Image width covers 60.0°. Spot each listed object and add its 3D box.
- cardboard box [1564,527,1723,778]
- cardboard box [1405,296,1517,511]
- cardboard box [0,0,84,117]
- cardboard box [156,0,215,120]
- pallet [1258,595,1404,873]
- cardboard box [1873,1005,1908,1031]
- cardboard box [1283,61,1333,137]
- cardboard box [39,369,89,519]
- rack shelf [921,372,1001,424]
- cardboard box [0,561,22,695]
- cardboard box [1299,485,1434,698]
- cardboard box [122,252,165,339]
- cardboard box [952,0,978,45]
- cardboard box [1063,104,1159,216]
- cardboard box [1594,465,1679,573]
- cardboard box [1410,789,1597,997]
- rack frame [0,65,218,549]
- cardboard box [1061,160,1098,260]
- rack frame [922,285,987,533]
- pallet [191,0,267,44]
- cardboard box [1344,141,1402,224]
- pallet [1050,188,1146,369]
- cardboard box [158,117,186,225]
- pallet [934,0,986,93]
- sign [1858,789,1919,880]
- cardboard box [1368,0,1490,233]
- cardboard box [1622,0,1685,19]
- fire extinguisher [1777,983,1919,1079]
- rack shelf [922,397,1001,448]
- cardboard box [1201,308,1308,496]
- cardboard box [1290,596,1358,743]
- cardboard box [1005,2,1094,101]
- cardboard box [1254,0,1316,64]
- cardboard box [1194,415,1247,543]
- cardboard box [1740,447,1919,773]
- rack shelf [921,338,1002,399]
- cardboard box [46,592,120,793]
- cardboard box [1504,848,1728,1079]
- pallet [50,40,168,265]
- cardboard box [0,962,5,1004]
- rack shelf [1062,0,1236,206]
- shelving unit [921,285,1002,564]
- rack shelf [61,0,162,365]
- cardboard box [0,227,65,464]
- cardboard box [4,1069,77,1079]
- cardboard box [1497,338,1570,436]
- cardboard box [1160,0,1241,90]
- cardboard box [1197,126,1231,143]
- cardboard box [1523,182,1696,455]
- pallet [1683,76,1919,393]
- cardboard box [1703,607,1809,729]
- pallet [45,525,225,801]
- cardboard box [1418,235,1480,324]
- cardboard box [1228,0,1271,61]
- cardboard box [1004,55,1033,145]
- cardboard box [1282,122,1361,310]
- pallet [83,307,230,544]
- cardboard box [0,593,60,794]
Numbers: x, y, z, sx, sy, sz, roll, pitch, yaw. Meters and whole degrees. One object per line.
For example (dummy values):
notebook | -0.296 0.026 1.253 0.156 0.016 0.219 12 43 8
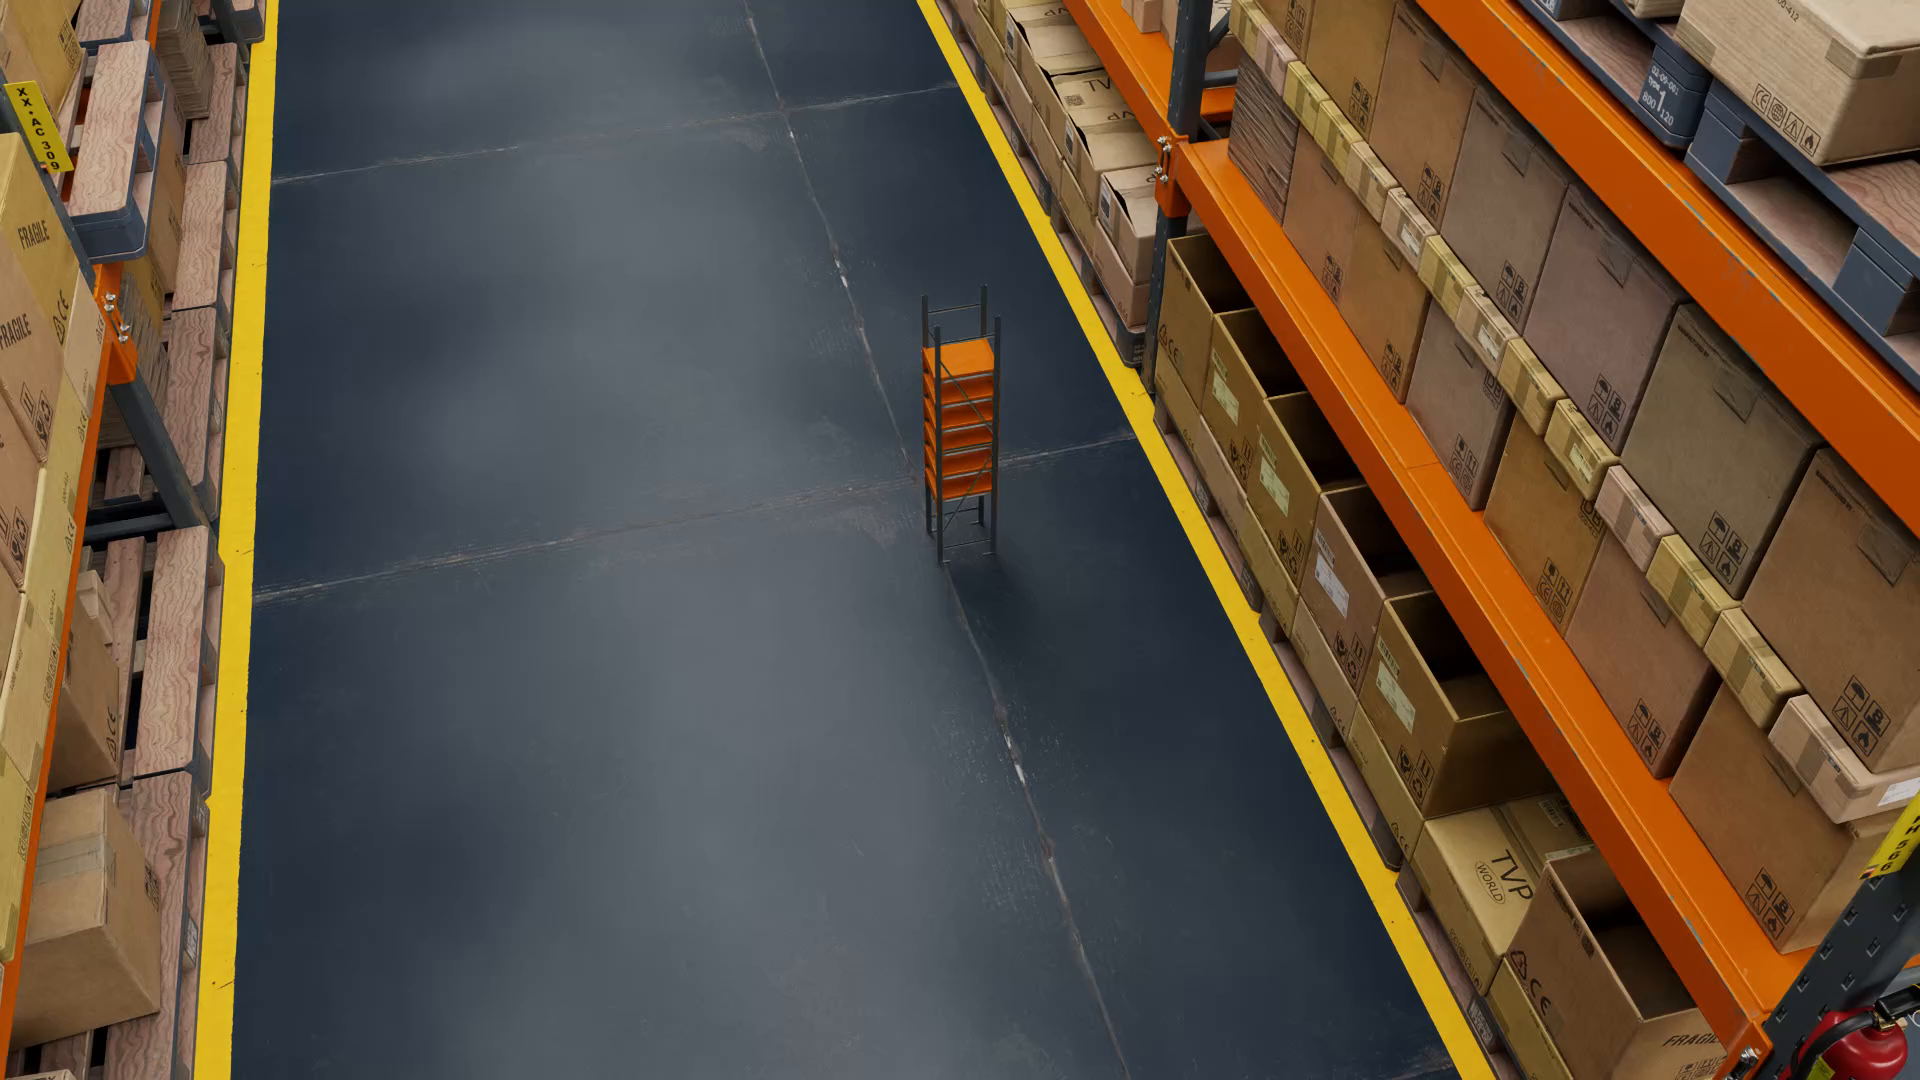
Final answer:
cardboard box | 2.085 0.218 4.366 0.700 0.500 0.500 -10 46 -9
cardboard box | 1.825 -0.488 5.058 0.700 0.500 0.500 -9 46 -9
cardboard box | -3.714 -1.848 6.082 0.700 0.500 0.500 -6 46 -6
cardboard box | -4.270 -2.467 8.510 0.700 0.500 0.500 -10 46 -10
pallet | 1.786 0.554 6.059 1.003 0.211 1.213 -11 47 -10
cardboard box | 2.409 1.344 4.964 0.500 0.250 0.500 -11 47 -10
cardboard box | 1.321 -1.512 5.607 0.380 0.149 0.250 -12 47 -11
cardboard box | -2.947 -0.251 4.987 0.500 0.250 0.500 -11 47 -10
rack shelf | 0.004 -0.547 6.172 0.258 0.103 0.180 -11 47 -10
cardboard box | -2.675 0.191 4.028 0.500 0.500 0.500 -9 46 -9
cardboard box | 1.509 0.143 5.615 0.500 0.500 0.500 -11 47 -10
cardboard box | -3.866 -1.046 7.117 0.700 0.500 0.500 -12 47 -11
cardboard box | 0.263 -3.006 9.227 0.500 0.250 0.500 -12 47 -11
cardboard box | 0.787 -1.788 7.641 0.500 0.311 0.500 -10 46 -9
cardboard box | 1.853 -0.083 4.206 0.380 0.149 0.250 -10 46 -10
cardboard box | 1.769 1.096 5.207 0.500 0.250 0.500 -11 47 -10
rack frame | -3.480 -0.914 5.545 1.000 3.000 0.127 -11 47 -10
cardboard box | 0.793 -1.590 7.839 0.500 0.250 0.500 -11 47 -11
rack frame | -0.020 -0.473 6.374 0.240 1.200 0.006 -11 47 -10
pallet | -4.633 -3.258 9.795 1.003 0.211 1.213 -11 47 -10
cardboard box | 1.451 -1.158 5.261 0.380 0.149 0.250 -12 47 -12
pallet | 1.081 -1.348 7.923 1.003 0.211 1.213 -11 47 -10
cardboard box | -4.096 -1.752 7.809 0.700 0.500 0.500 -11 47 -11
pallet | 0.456 -3.032 9.574 1.003 0.211 1.213 -11 47 -10
sign | 1.803 0.541 3.143 0.100 0.325 0.005 -11 47 -10
cardboard box | 1.685 -1.311 4.957 0.700 0.500 0.500 -11 47 -10
cardboard box | 1.639 -1.406 3.598 0.500 0.311 0.500 -6 46 -6
fire extinguisher | 1.912 1.133 3.593 0.296 0.674 0.183 -11 47 -10
rack shelf | 0.004 -0.463 6.258 0.258 0.103 0.180 -11 47 -10
cardboard box | 1.259 -0.548 6.293 0.500 0.500 0.500 -11 47 -10
cardboard box | 1.513 0.405 5.884 0.500 0.250 0.500 -11 47 -10
cardboard box | 0.537 -2.481 8.320 0.500 0.311 0.500 -11 47 -11
cardboard box | 1.427 -2.006 5.637 0.700 0.500 0.500 -10 47 -10
cardboard box | 1.256 -0.285 6.560 0.500 0.250 0.500 -11 47 -10
cardboard box | 2.211 0.089 3.584 0.700 0.500 0.500 -11 47 -10
rack shelf | 0.004 -0.631 6.086 0.258 0.103 0.180 -11 47 -10
cardboard box | -3.176 0.516 5.586 0.500 0.500 0.500 -14 47 -13
cardboard box | 1.906 1.177 4.603 0.500 0.500 0.500 -11 47 -10
pallet | -3.535 -1.401 6.157 1.003 0.211 1.213 -11 47 -10
cardboard box | -2.421 1.142 3.621 0.500 0.250 0.500 -12 47 -12
rack shelf | 0.795 -2.951 8.046 1.077 0.370 4.000 -11 47 -10
shelving unit | 0.004 -0.410 6.312 0.258 1.200 0.189 -11 47 -10
rack shelf | -3.992 -2.043 7.155 1.077 0.370 4.000 -11 47 -10
cardboard box | -2.927 -0.517 4.723 0.500 0.500 0.500 -11 47 -11
cardboard box | -2.692 1.747 4.512 0.500 0.311 0.500 -7 46 -7
cardboard box | 1.716 -0.445 4.562 0.380 0.149 0.250 -10 46 -9
cardboard box | 1.139 -2.102 6.814 0.500 0.250 0.500 -8 46 -8
cardboard box | 1.319 -1.880 7.731 0.500 0.311 0.500 -11 47 -11
cardboard box | 1.941 -0.621 4.280 0.700 0.500 0.500 -11 47 -10
pallet | 2.175 -0.572 3.172 1.003 0.211 1.213 -11 47 -10
cardboard box | 1.981 0.268 3.863 0.380 0.149 0.250 -10 46 -9
pallet | -3.274 0.519 6.093 1.003 0.211 1.213 -11 47 -10
cardboard box | 1.589 -0.794 4.904 0.380 0.149 0.250 -11 47 -11
cardboard box | 1.189 -1.863 5.952 0.380 0.149 0.250 -11 47 -10
cardboard box | 0.533 -2.294 8.529 0.500 0.250 0.500 -10 46 -10
cardboard box | 1.568 -1.189 5.745 0.700 0.500 0.500 -11 47 -11
pallet | -3.681 -0.475 7.068 1.003 0.211 1.213 -11 47 -10
cardboard box | -2.673 0.440 4.309 0.500 0.250 0.500 -10 46 -10
